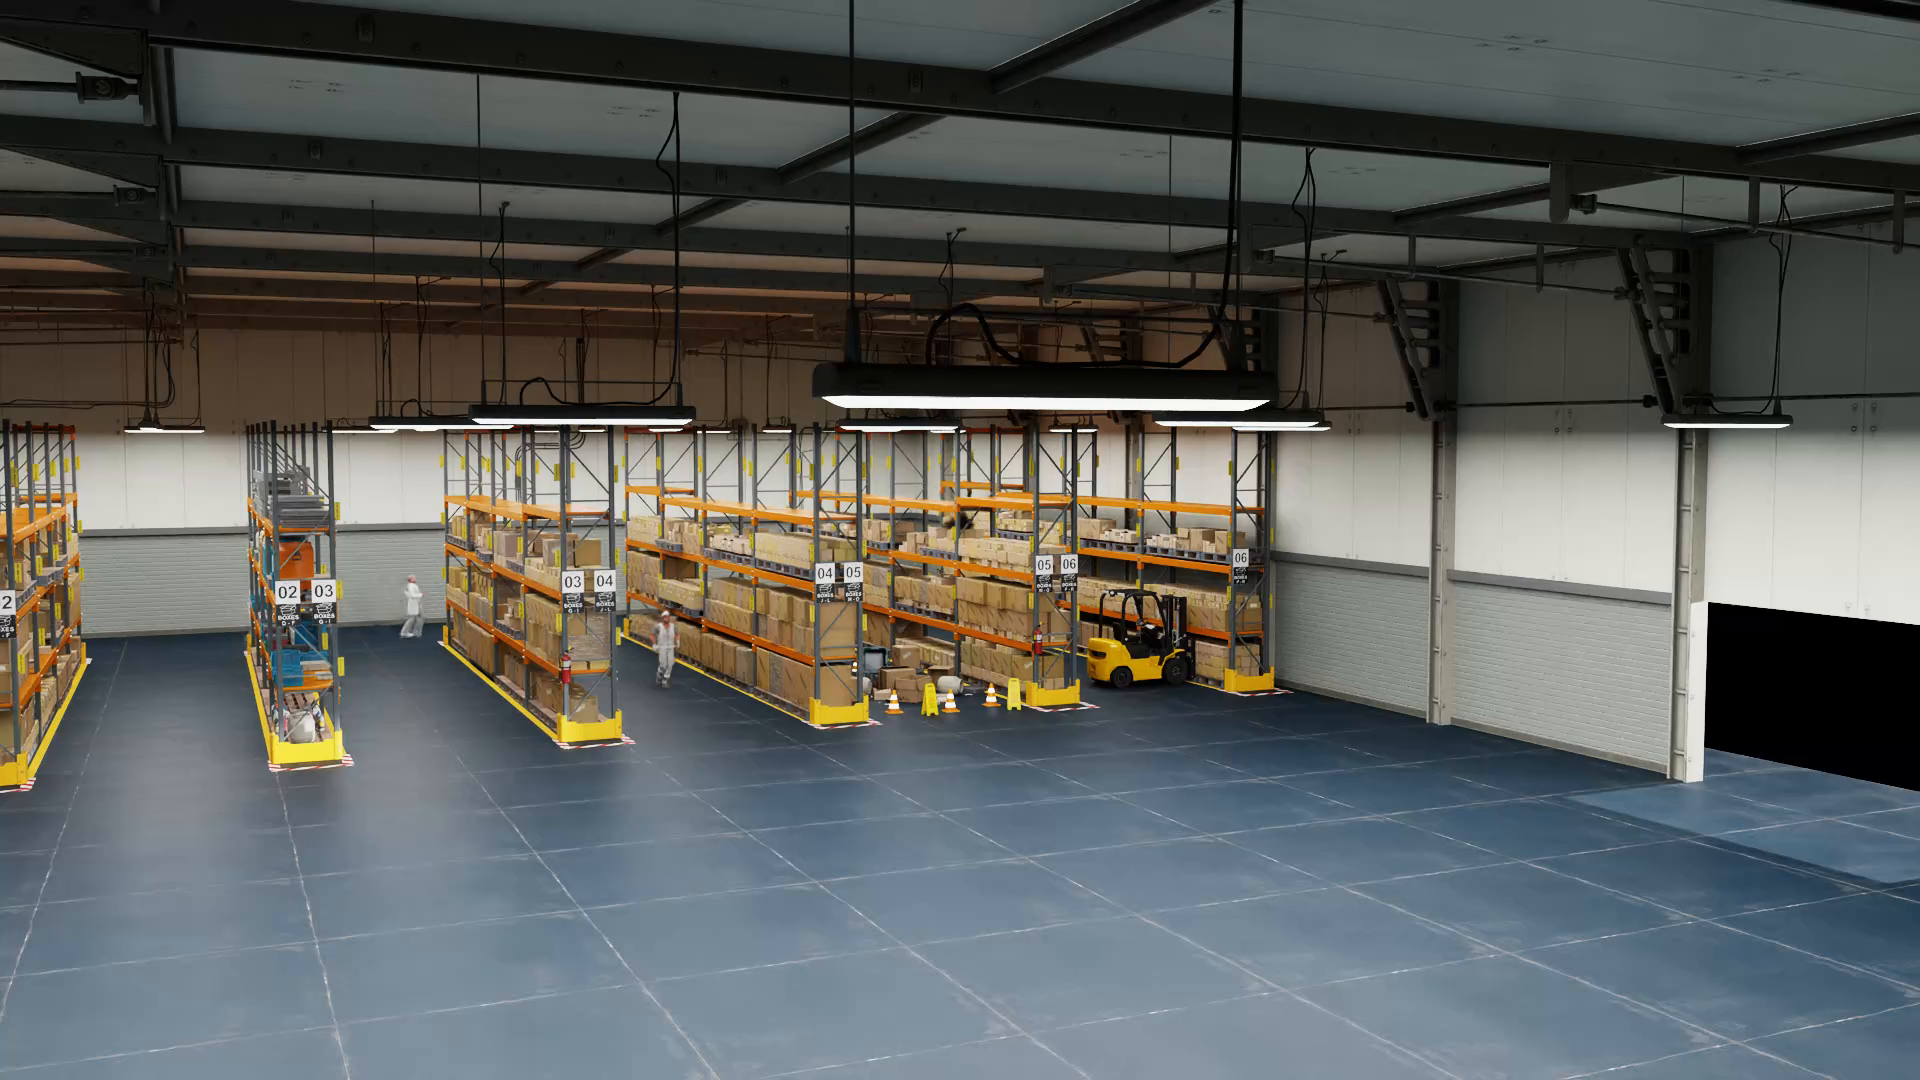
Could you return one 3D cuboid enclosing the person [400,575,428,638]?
[{"bbox_3d":[-15.452,1.900,47.106,0.768,1.834,0.688,-1,4,-9],"label":"person"}]

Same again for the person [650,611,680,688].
[{"bbox_3d":[-6.651,2.461,37.740,0.668,1.697,0.578,-2,4,-30],"label":"person"}]
